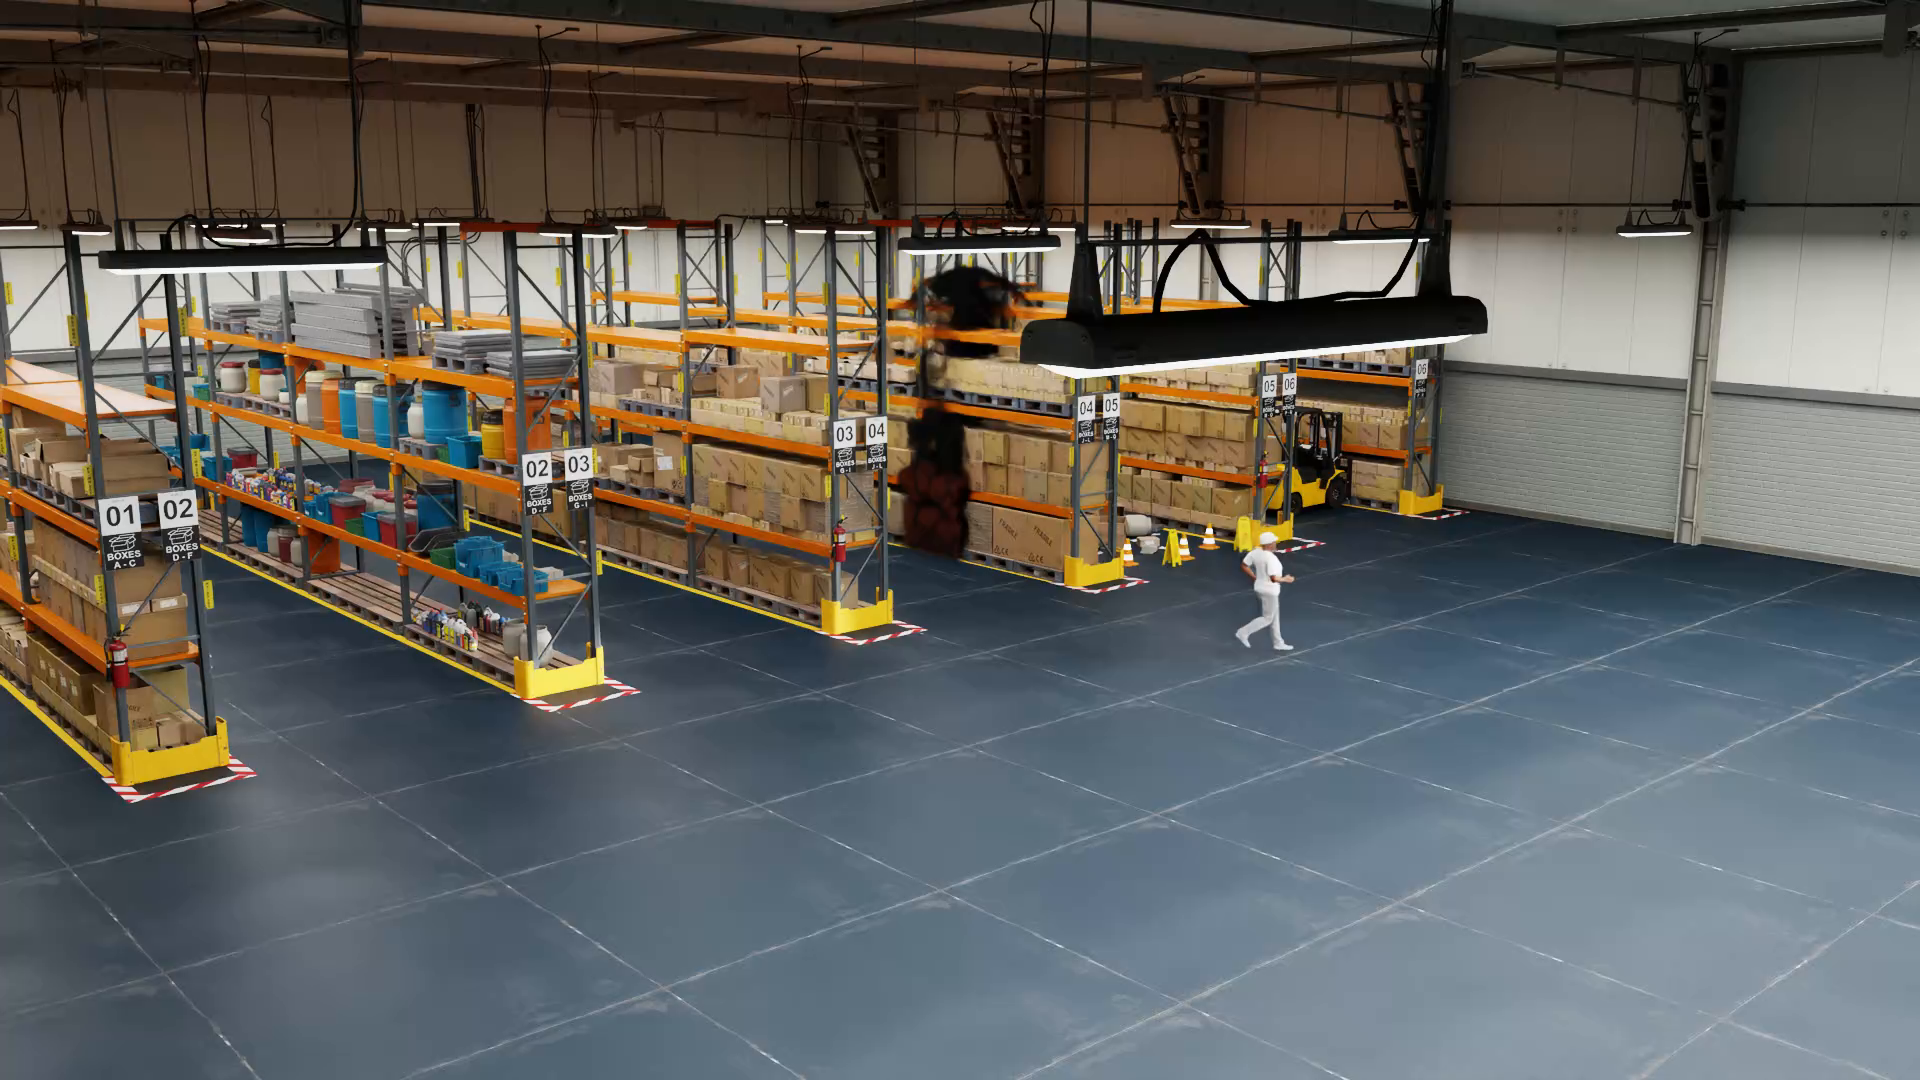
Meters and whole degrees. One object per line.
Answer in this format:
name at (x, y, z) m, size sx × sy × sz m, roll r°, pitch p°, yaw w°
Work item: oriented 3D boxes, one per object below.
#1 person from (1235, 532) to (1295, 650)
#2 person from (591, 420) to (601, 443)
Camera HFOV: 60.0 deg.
person at (4.354, 0.749, 23.671) m, size 0.952 × 1.762 × 0.702 m, roll -3°, pitch 12°, yaw -14°
person at (-8.336, -1.931, 37.391) m, size 0.492 × 1.603 × 0.665 m, roll -9°, pitch 15°, yaw -38°
